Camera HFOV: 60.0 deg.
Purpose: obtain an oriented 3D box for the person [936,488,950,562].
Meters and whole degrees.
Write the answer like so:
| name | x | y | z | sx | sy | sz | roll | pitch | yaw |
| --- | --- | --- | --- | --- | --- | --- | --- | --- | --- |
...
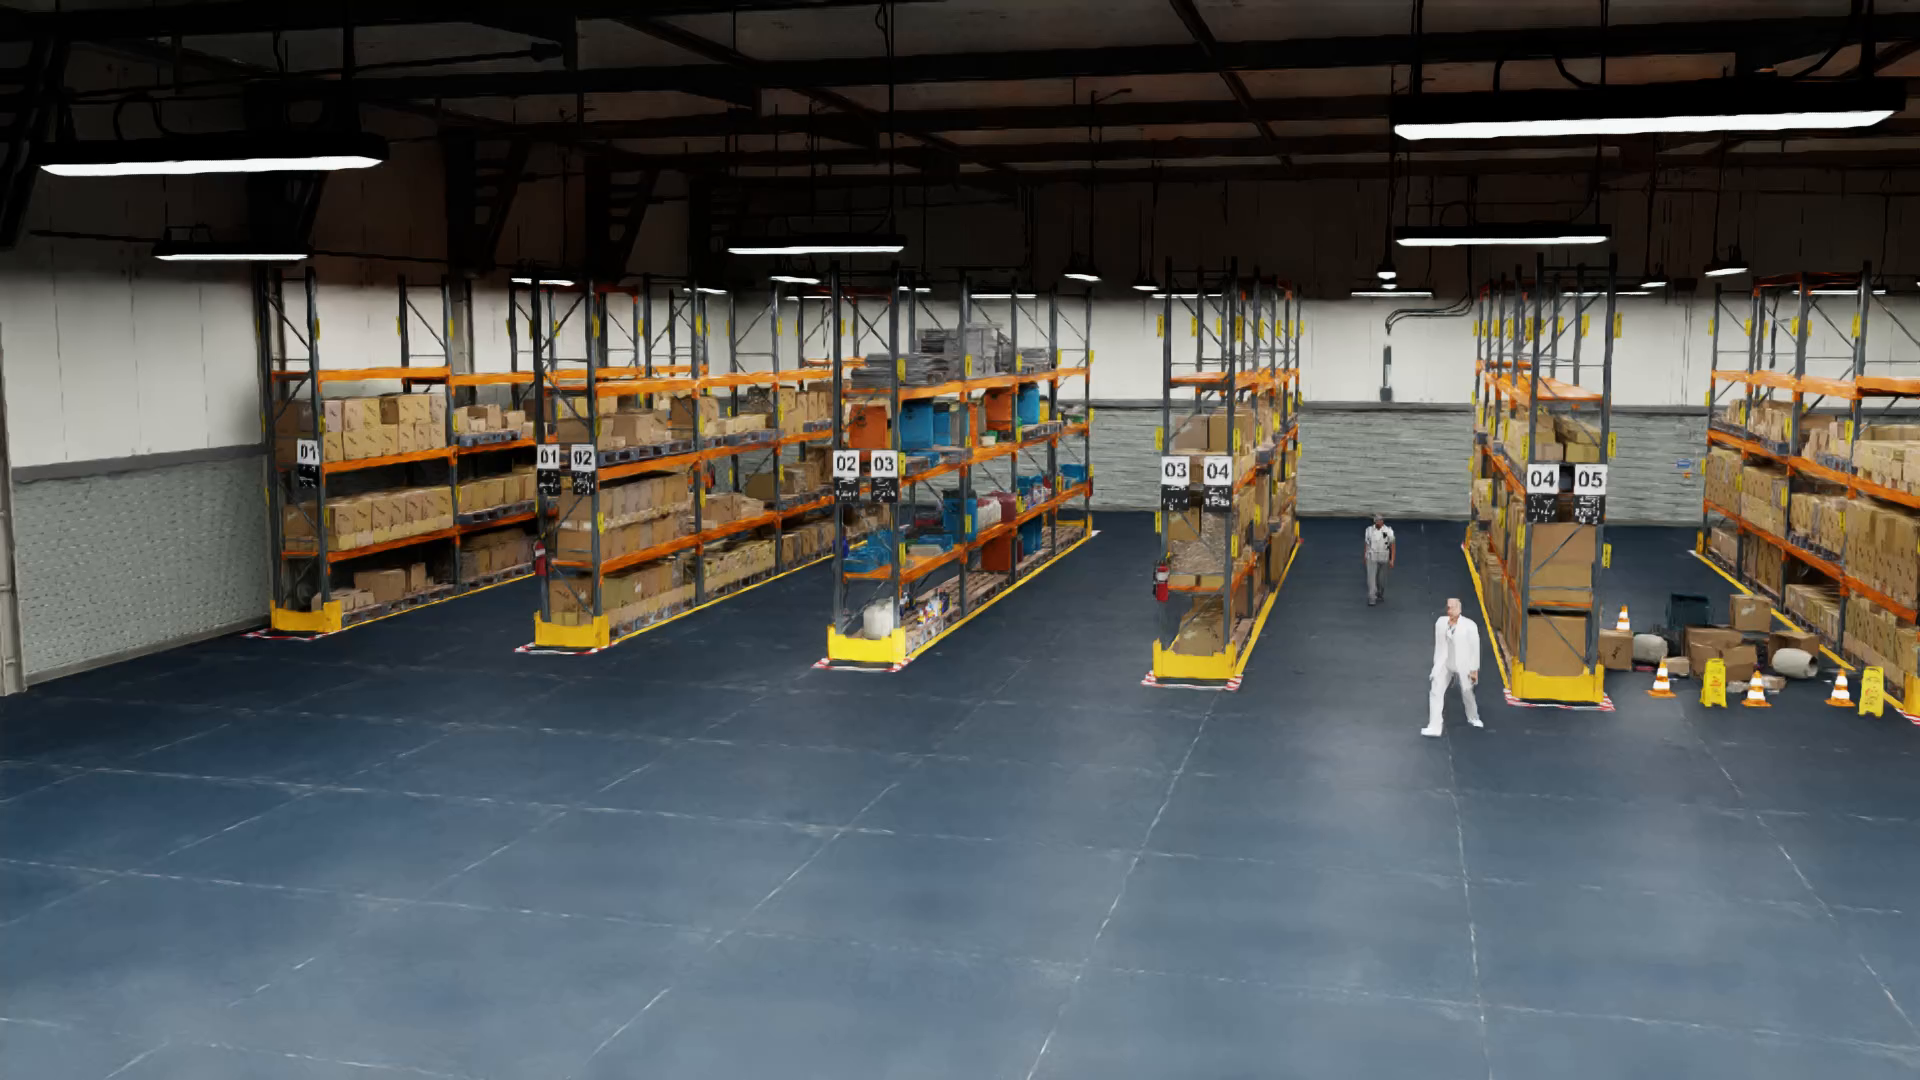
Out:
| name | x | y | z | sx | sy | sz | roll | pitch | yaw |
| --- | --- | --- | --- | --- | --- | --- | --- | --- | --- |
| person | -0.296 | -0.344 | 35.963 | 0.479 | 1.564 | 1.090 | 2 | 8 | 17 |

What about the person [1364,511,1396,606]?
| name | x | y | z | sx | sy | sz | roll | pitch | yaw |
| --- | --- | --- | --- | --- | --- | --- | --- | --- | --- |
| person | 7.625 | 0.319 | 30.238 | 0.556 | 1.708 | 1.040 | 2 | 7 | 13 |

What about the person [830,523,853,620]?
| name | x | y | z | sx | sy | sz | roll | pitch | yaw |
| --- | --- | --- | --- | --- | --- | --- | --- | --- | --- |
| person | -2.044 | 0.528 | 28.743 | 0.416 | 1.667 | 0.507 | -2 | 8 | -17 |

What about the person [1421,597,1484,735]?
| name | x | y | z | sx | sy | sz | roll | pitch | yaw |
| --- | --- | --- | --- | --- | --- | --- | --- | --- | --- |
| person | 6.134 | 1.549 | 20.582 | 0.635 | 1.721 | 1.033 | 5 | 9 | 35 |
